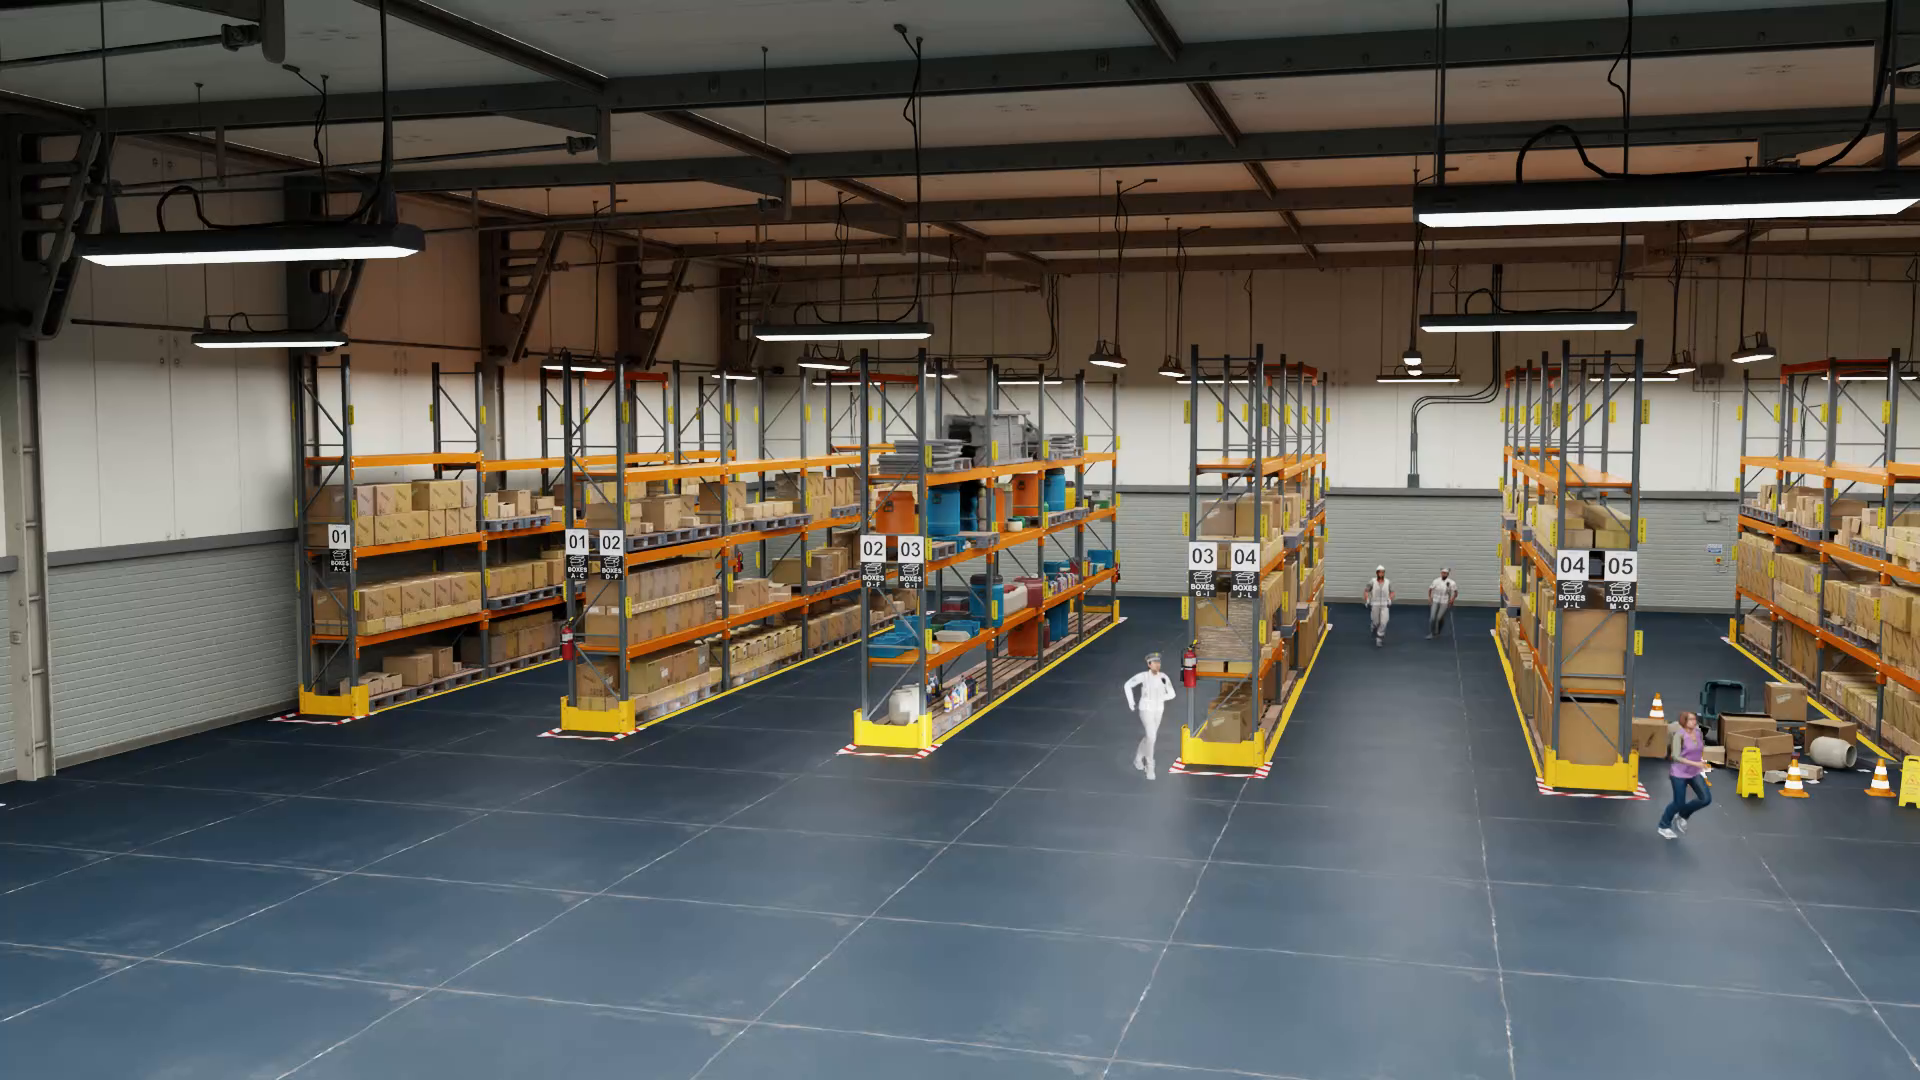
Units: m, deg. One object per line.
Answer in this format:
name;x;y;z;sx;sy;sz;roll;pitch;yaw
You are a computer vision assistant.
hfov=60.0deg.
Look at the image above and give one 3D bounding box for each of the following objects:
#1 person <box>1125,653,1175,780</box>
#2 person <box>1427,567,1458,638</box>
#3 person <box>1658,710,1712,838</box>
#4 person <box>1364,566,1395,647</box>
person;2.668;2.436;23.176;0.633;1.757;0.689;-2;5;-28
person;10.771;1.406;37.193;0.632;1.630;0.500;2;5;29
person;8.540;2.757;19.490;0.561;1.554;0.720;-2;5;-21
person;9.124;1.433;36.142;0.651;1.742;0.602;0;4;7
